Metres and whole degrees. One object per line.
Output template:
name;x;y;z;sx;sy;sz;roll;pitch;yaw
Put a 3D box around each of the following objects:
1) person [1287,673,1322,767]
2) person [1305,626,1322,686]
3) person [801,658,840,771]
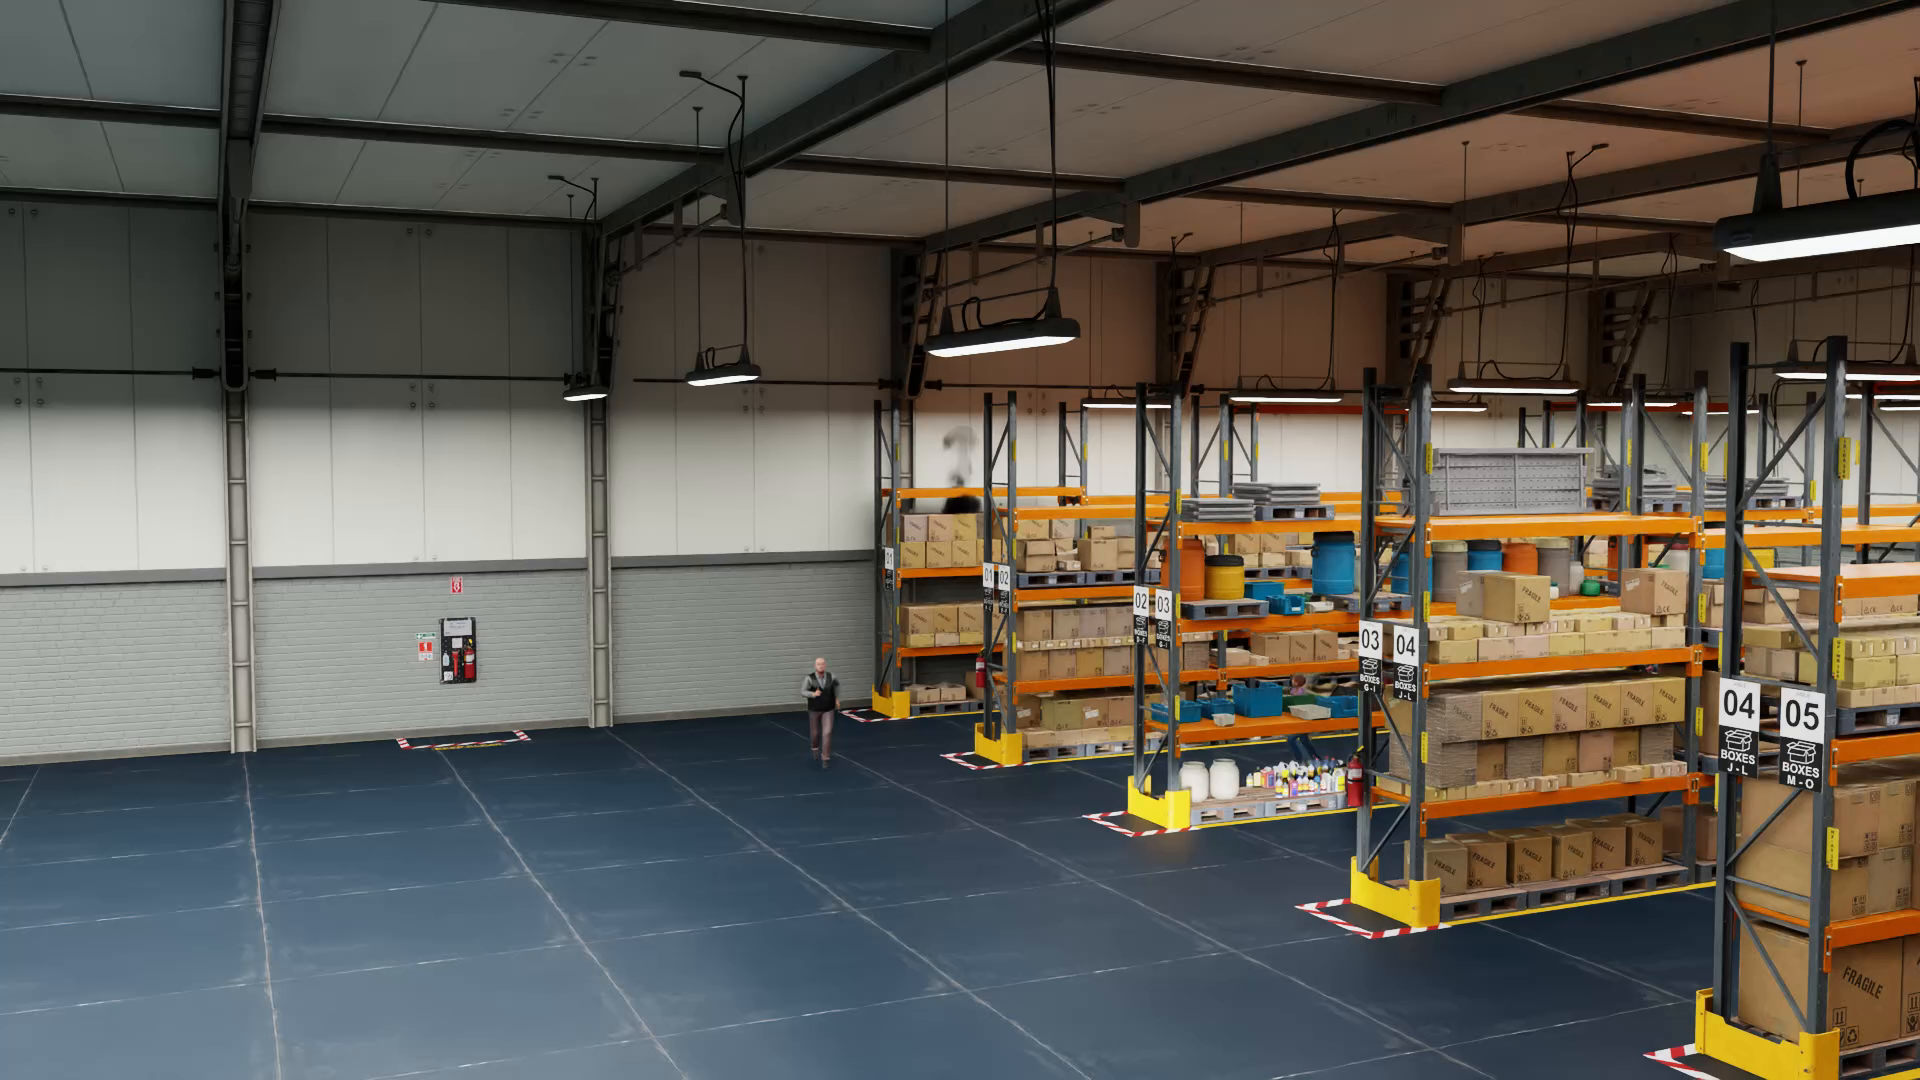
person;5.316;2.865;25.824;0.813;1.576;0.545;-1;3;-18
person;6.807;2.491;31.987;0.548;1.646;0.612;-1;4;-19
person;-2.220;2.734;26.480;0.645;1.732;0.948;0;3;-9
